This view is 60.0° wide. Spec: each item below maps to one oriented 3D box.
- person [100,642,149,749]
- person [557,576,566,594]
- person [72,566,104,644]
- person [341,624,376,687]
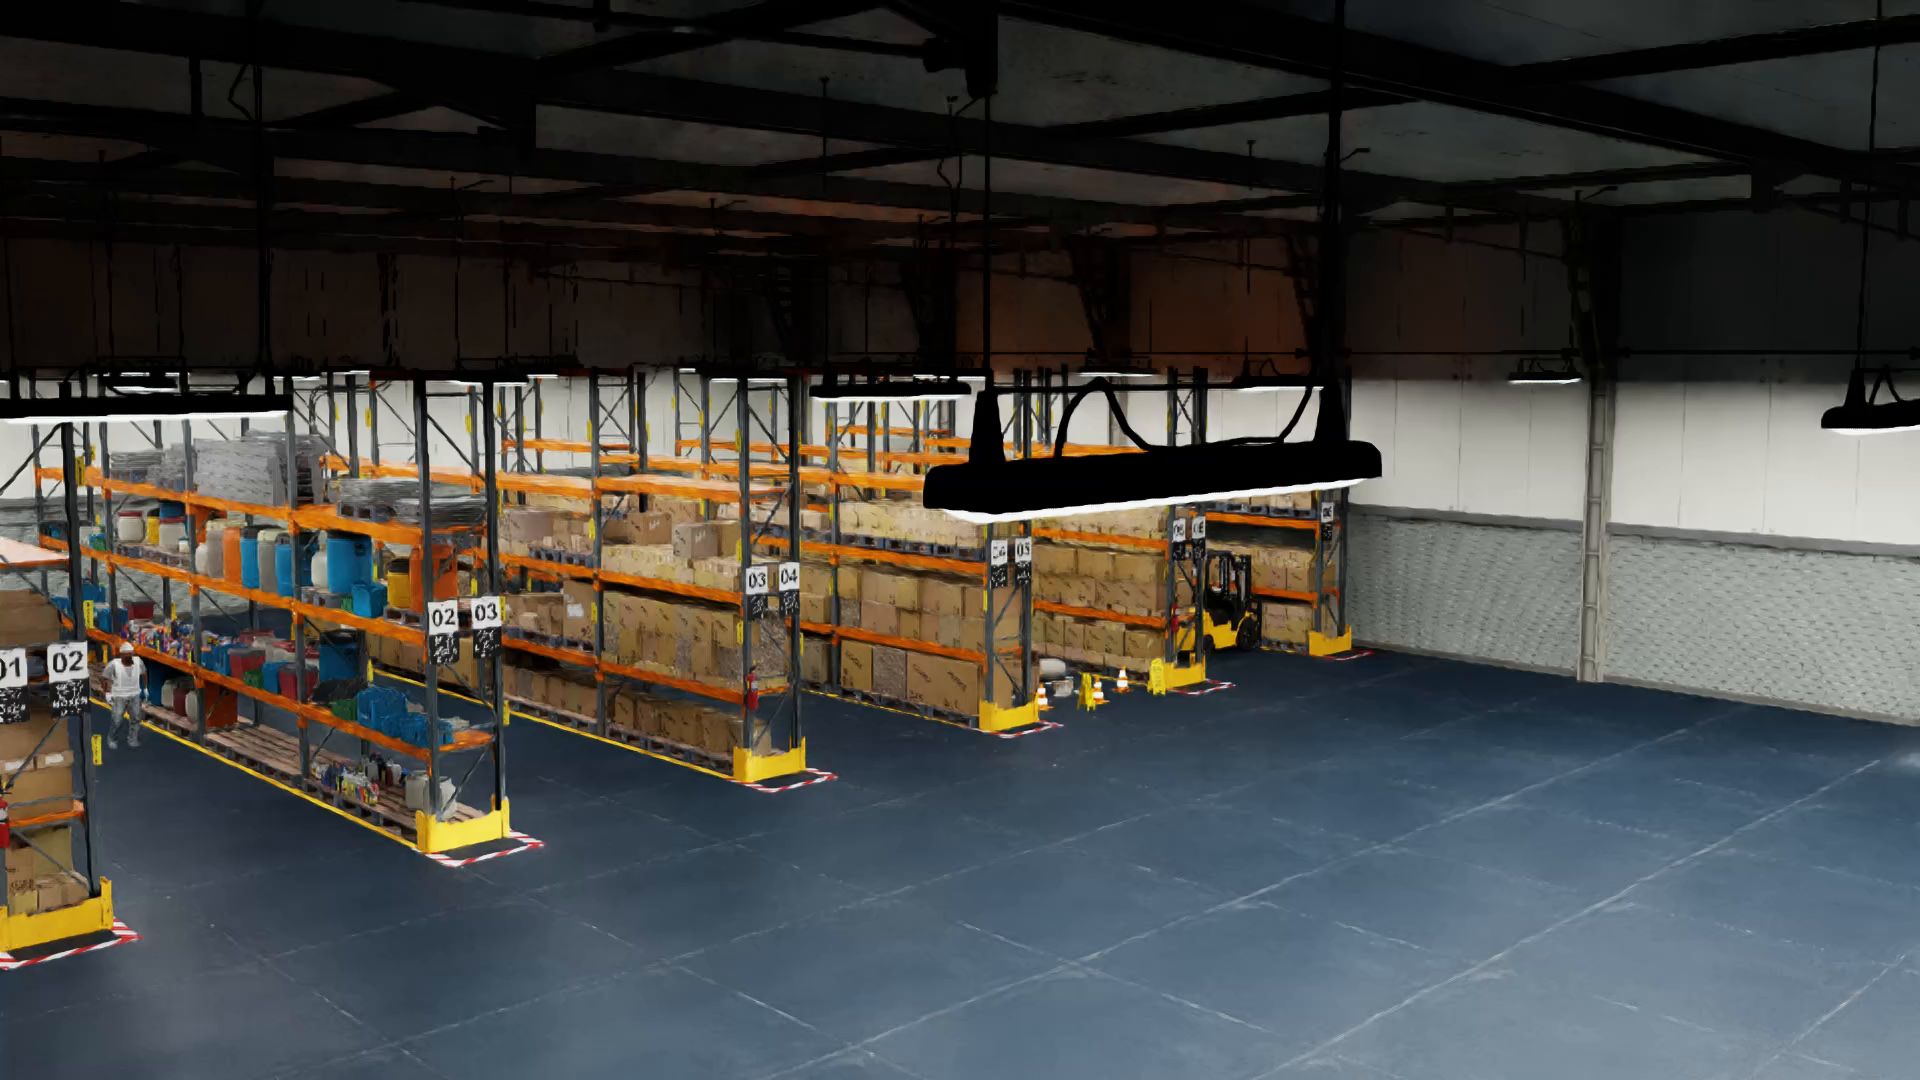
[{"bbox_3d":[-13.323,2.483,26.565,0.702,1.735,0.549,-6,9,-45],"label":"person"},{"bbox_3d":[-8.426,1.550,35.263,0.542,1.588,0.539,-3,7,-25],"label":"person"},{"bbox_3d":[-18.877,1.425,35.968,0.520,1.711,0.715,0,6,4],"label":"person"},{"bbox_3d":[-11.459,1.983,31.413,0.456,1.589,1.088,-6,9,-41],"label":"person"}]
